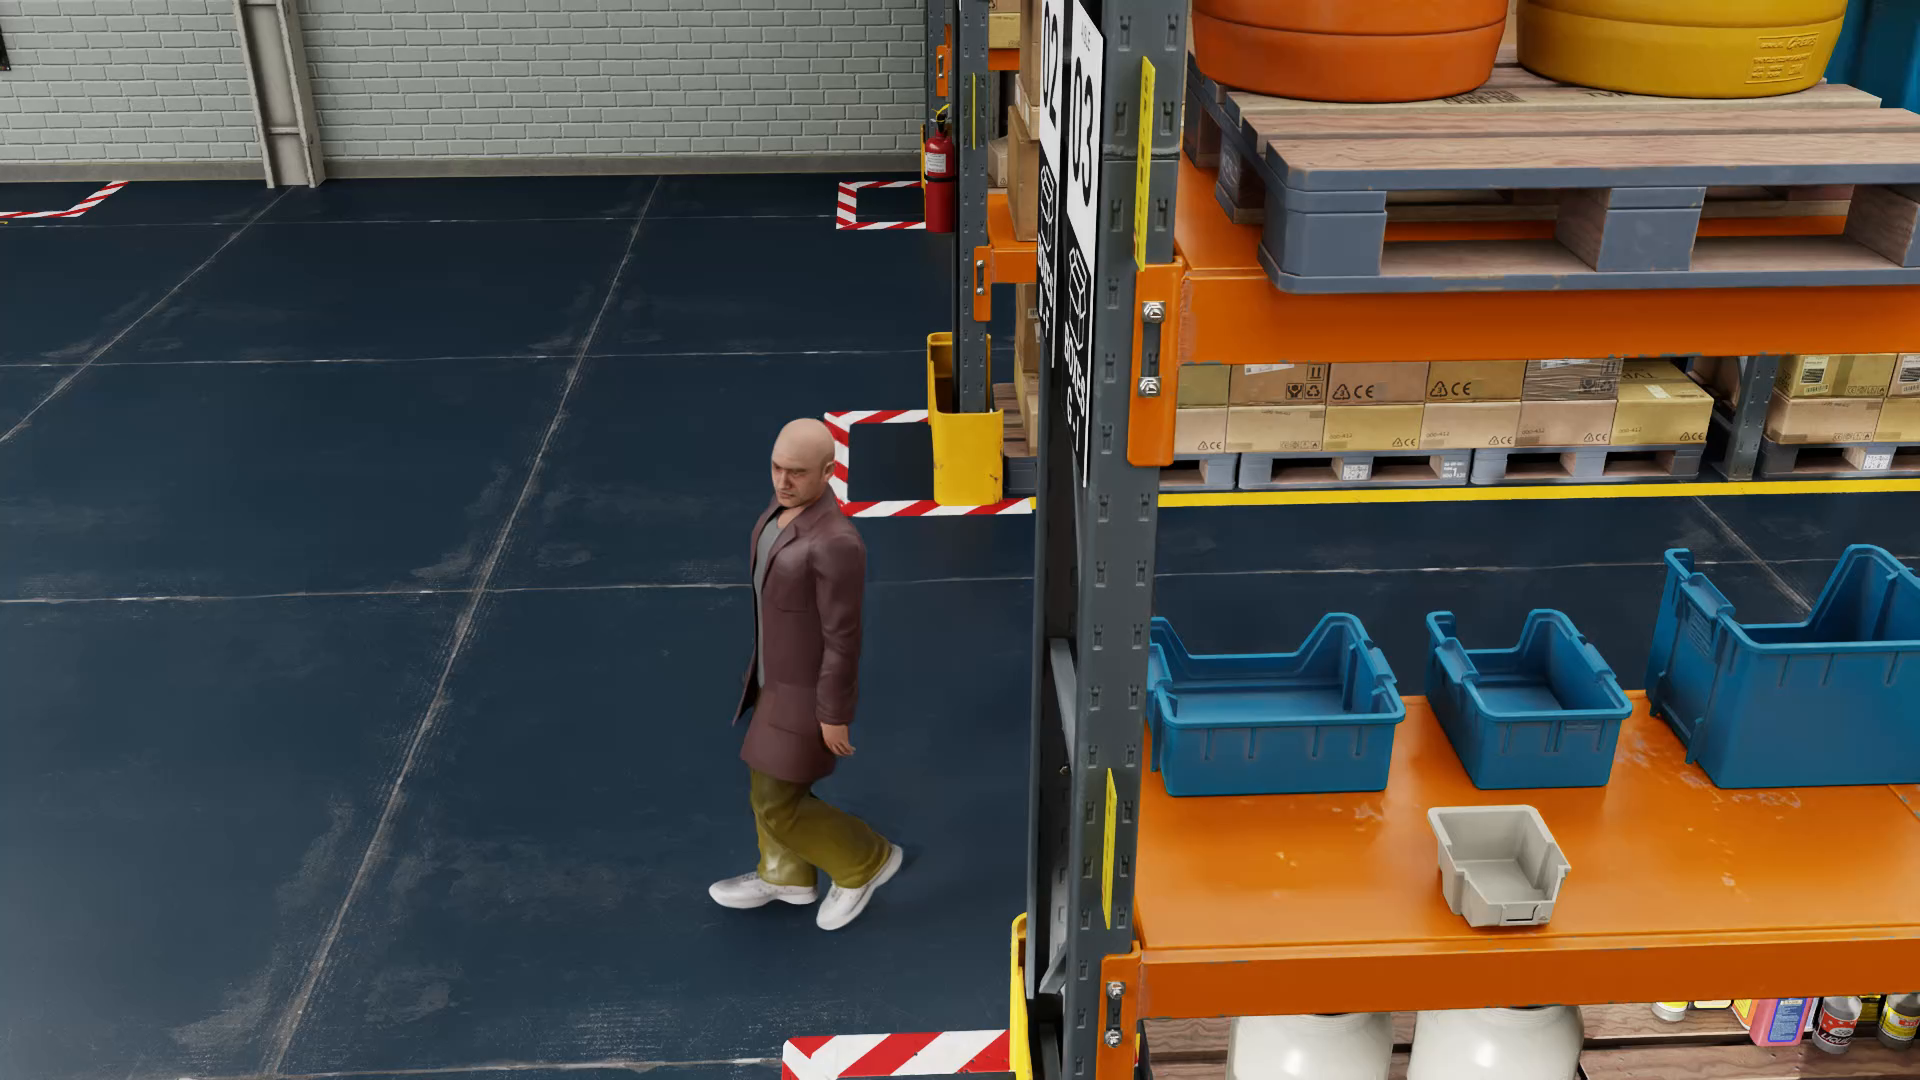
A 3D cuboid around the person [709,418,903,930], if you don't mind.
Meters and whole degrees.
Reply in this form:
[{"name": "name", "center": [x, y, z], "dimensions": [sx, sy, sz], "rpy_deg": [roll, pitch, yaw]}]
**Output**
[{"name": "person", "center": [-0.511, 0.549, 5.250], "dimensions": [0.625, 1.590, 0.599], "rpy_deg": [-9, 29, -17]}]
